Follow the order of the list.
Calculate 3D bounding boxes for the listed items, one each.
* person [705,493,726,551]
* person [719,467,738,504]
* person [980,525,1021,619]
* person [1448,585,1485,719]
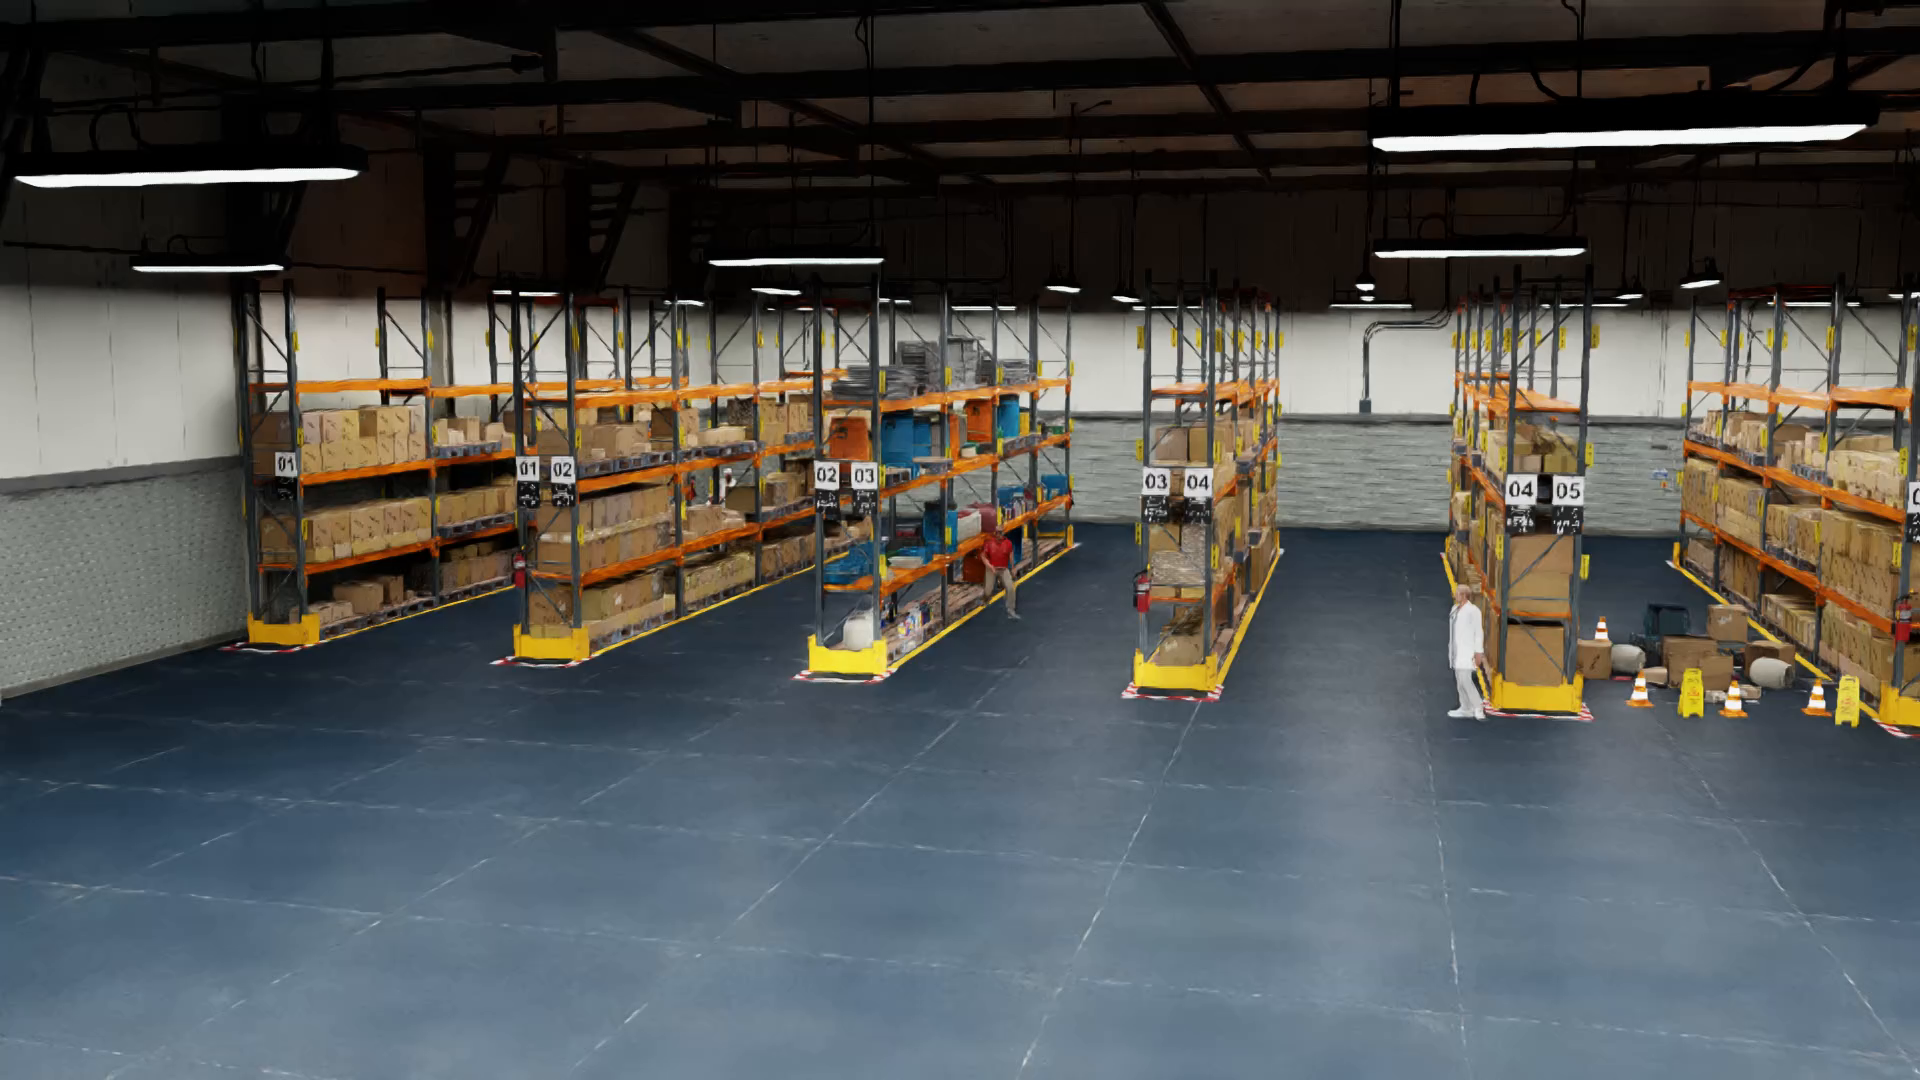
[{"bbox_3d":[-5.422,-0.260,36.779,0.677,1.742,0.552,2,7,13],"label":"person"},{"bbox_3d":[-6.024,-1.052,43.351,0.682,1.712,0.800,-1,7,-7],"label":"person"},{"bbox_3d":[0.683,0.543,29.361,0.683,1.654,0.798,-1,7,-9],"label":"person"},{"bbox_3d":[6.704,1.477,22.020,0.467,1.773,0.684,-2,7,-19],"label":"person"}]
